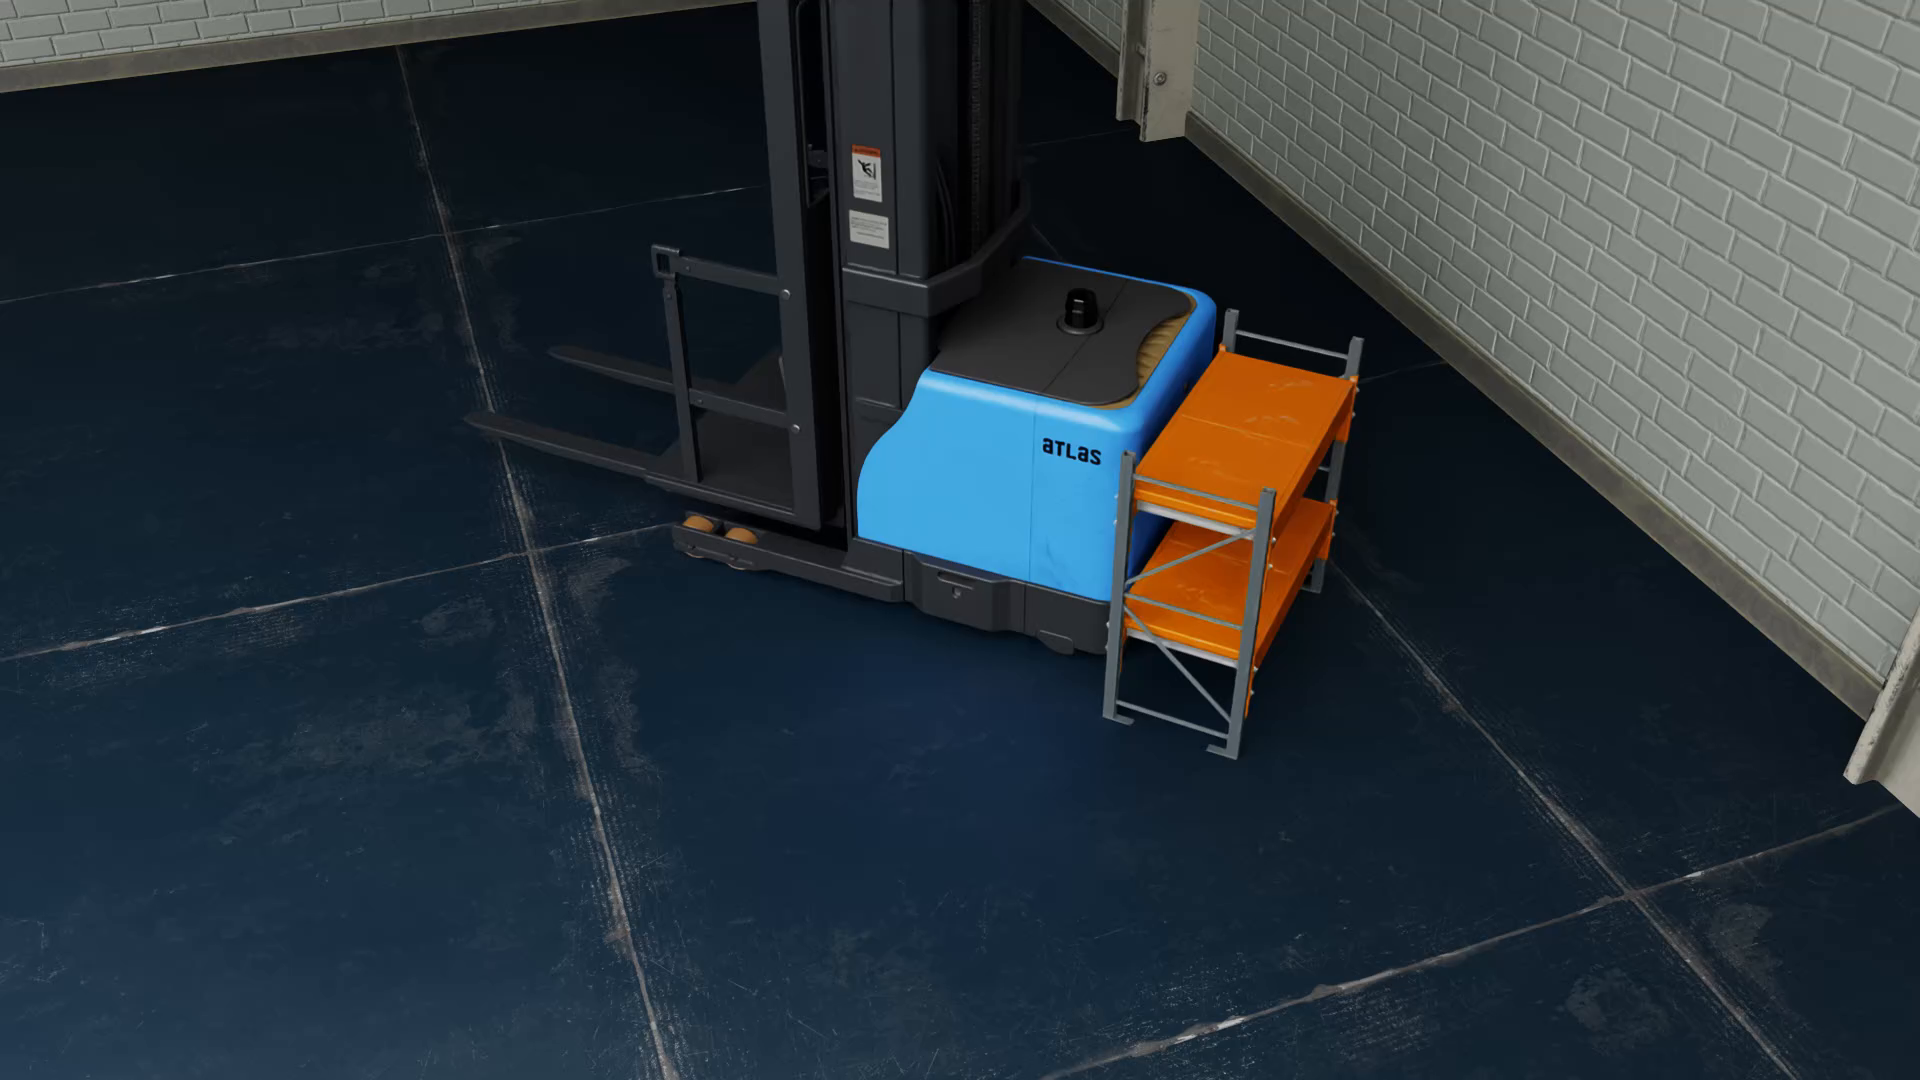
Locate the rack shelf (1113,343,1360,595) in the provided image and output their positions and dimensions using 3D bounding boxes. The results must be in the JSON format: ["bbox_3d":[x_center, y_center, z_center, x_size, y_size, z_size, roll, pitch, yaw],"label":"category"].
[{"bbox_3d":[0.961,-0.271,5.689,0.538,0.278,1.000,16,40,21],"label":"rack shelf"}]

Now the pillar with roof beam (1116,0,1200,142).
[{"bbox_3d":[-2.877,-5.213,6.191,9.100,9.000,0.400,-12,39,-16],"label":"pillar with roof beam"}]

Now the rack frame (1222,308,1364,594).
[{"bbox_3d":[1.184,-0.312,6.230,0.500,1.125,0.032,16,40,21],"label":"rack frame"}]

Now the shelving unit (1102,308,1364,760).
[{"bbox_3d":[0.961,-0.038,5.865,0.538,1.125,1.048,16,40,21],"label":"shelving unit"}]

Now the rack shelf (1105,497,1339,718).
[{"bbox_3d":[0.961,0.158,6.012,0.538,0.278,1.000,16,40,21],"label":"rack shelf"}]

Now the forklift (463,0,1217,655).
[{"bbox_3d":[-0.593,-1.327,6.075,3.031,2.935,1.130,15,39,19],"label":"forklift"}]

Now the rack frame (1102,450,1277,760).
[{"bbox_3d":[0.738,0.237,5.500,0.500,1.125,0.032,16,40,21],"label":"rack frame"}]
